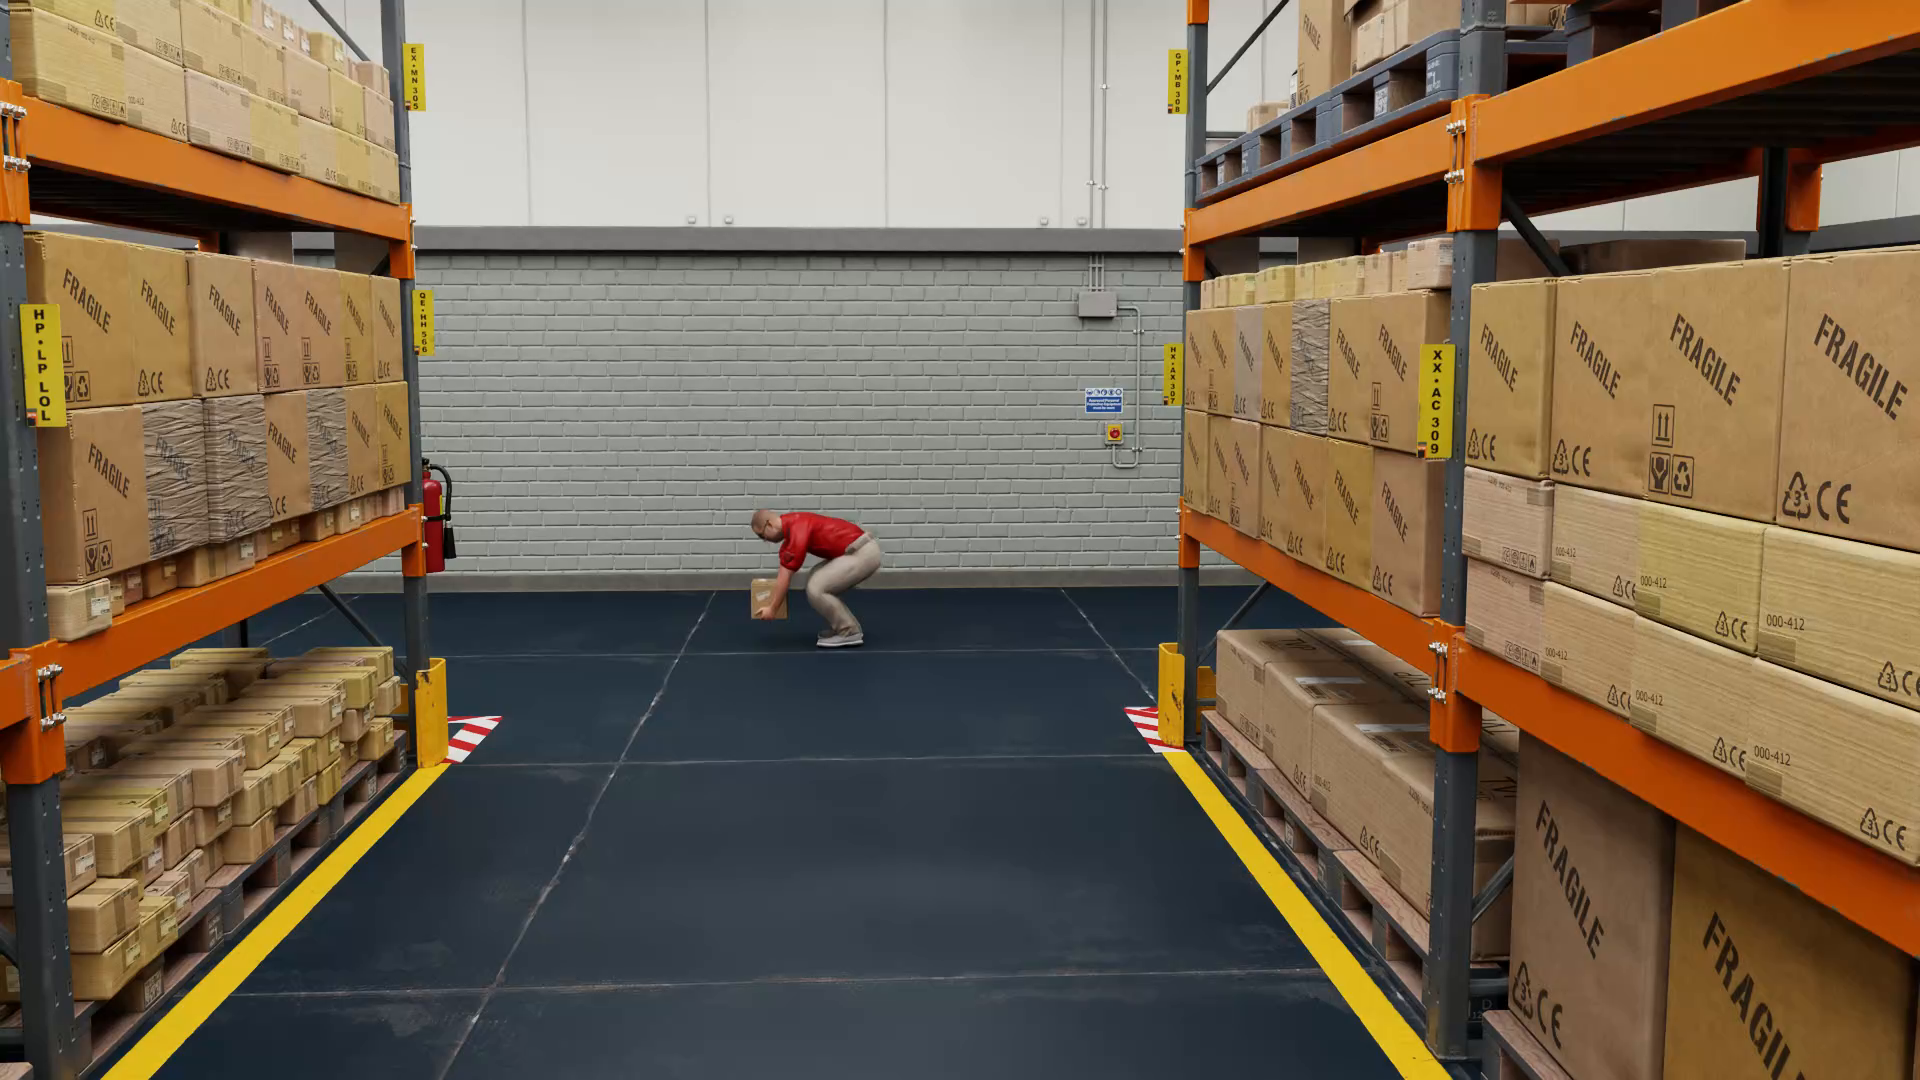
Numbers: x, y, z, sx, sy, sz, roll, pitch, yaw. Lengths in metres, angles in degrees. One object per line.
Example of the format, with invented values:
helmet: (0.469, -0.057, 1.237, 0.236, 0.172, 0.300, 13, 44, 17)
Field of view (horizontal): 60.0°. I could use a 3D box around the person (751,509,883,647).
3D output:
person: (-1.013, 0.259, 11.833, 0.925, 0.978, 0.544, -1, 7, -6)
